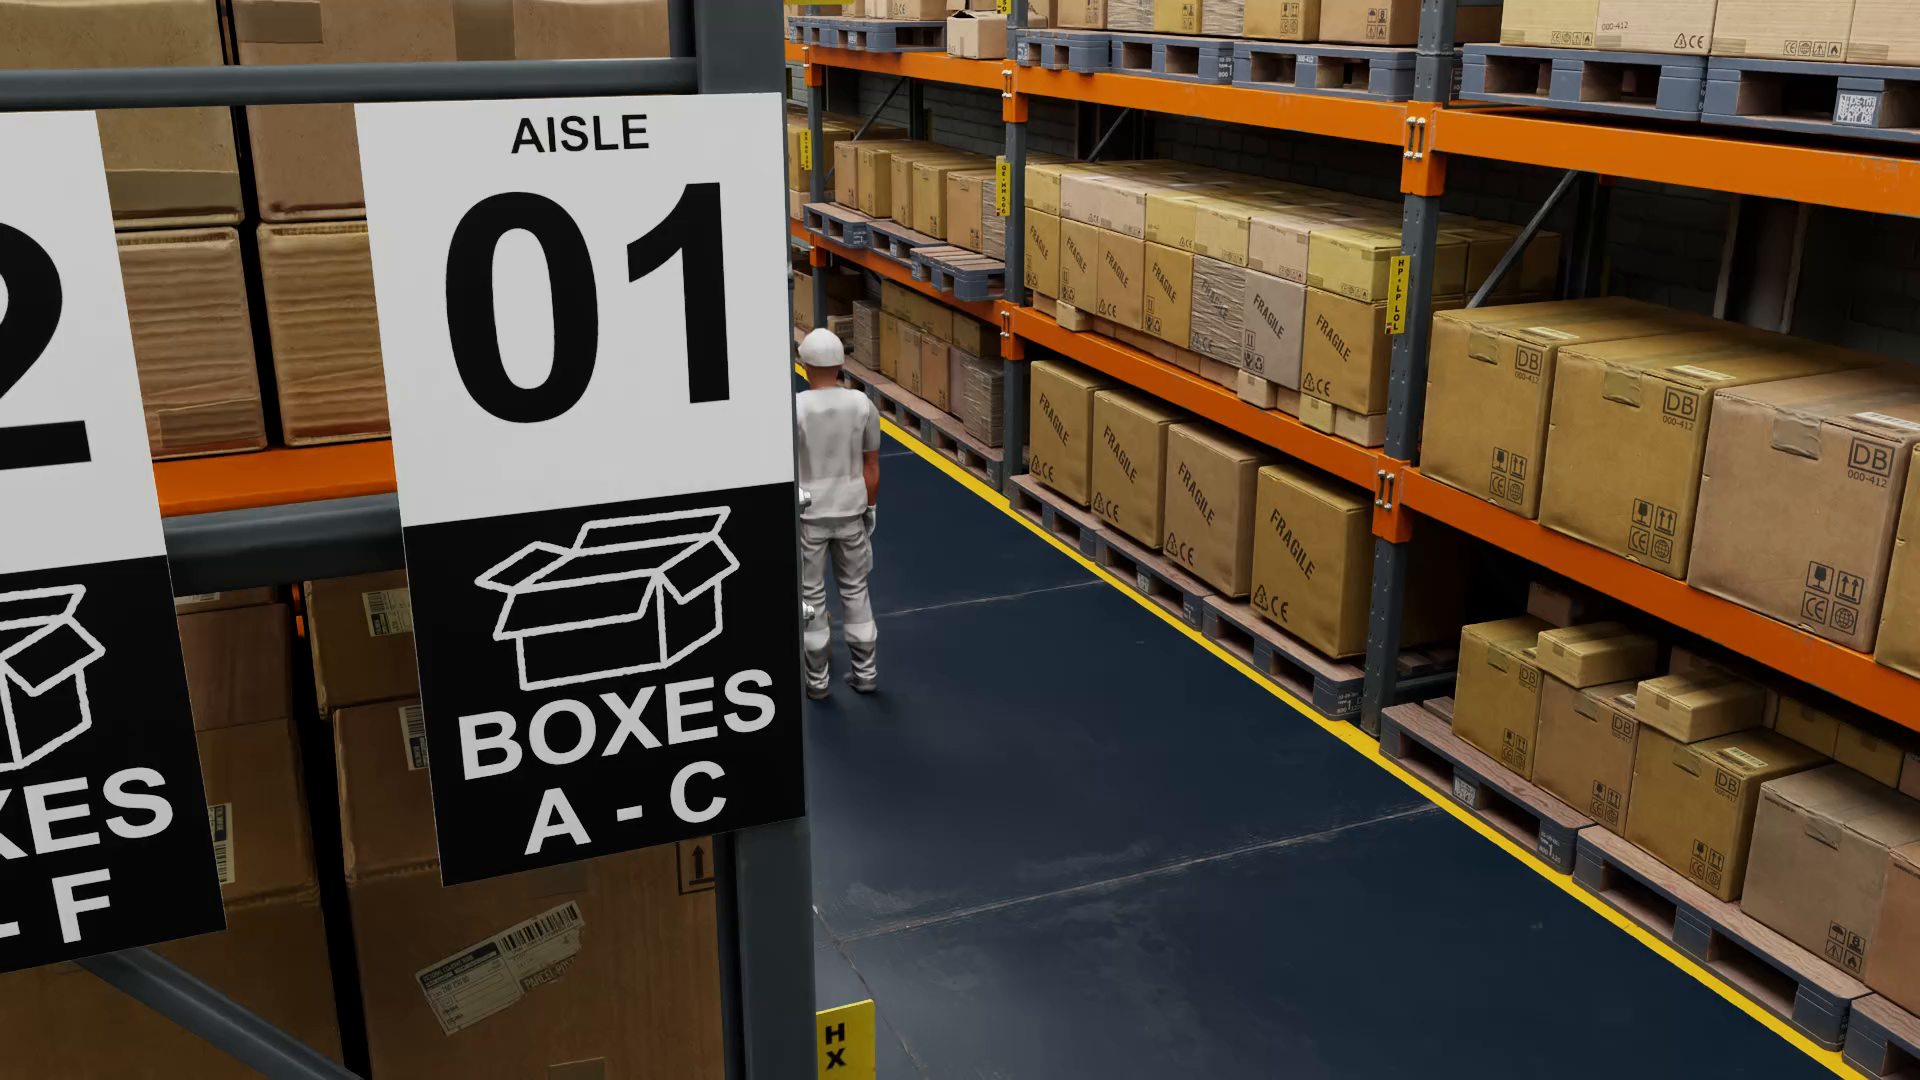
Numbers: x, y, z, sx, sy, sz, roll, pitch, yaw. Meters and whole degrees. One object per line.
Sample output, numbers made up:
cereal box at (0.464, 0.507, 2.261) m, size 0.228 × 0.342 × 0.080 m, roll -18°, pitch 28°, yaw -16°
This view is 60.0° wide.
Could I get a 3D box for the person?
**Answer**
person at (-0.646, -0.104, 7.876) m, size 0.534 × 1.821 × 0.347 m, roll -7°, pitch 20°, yaw -20°
